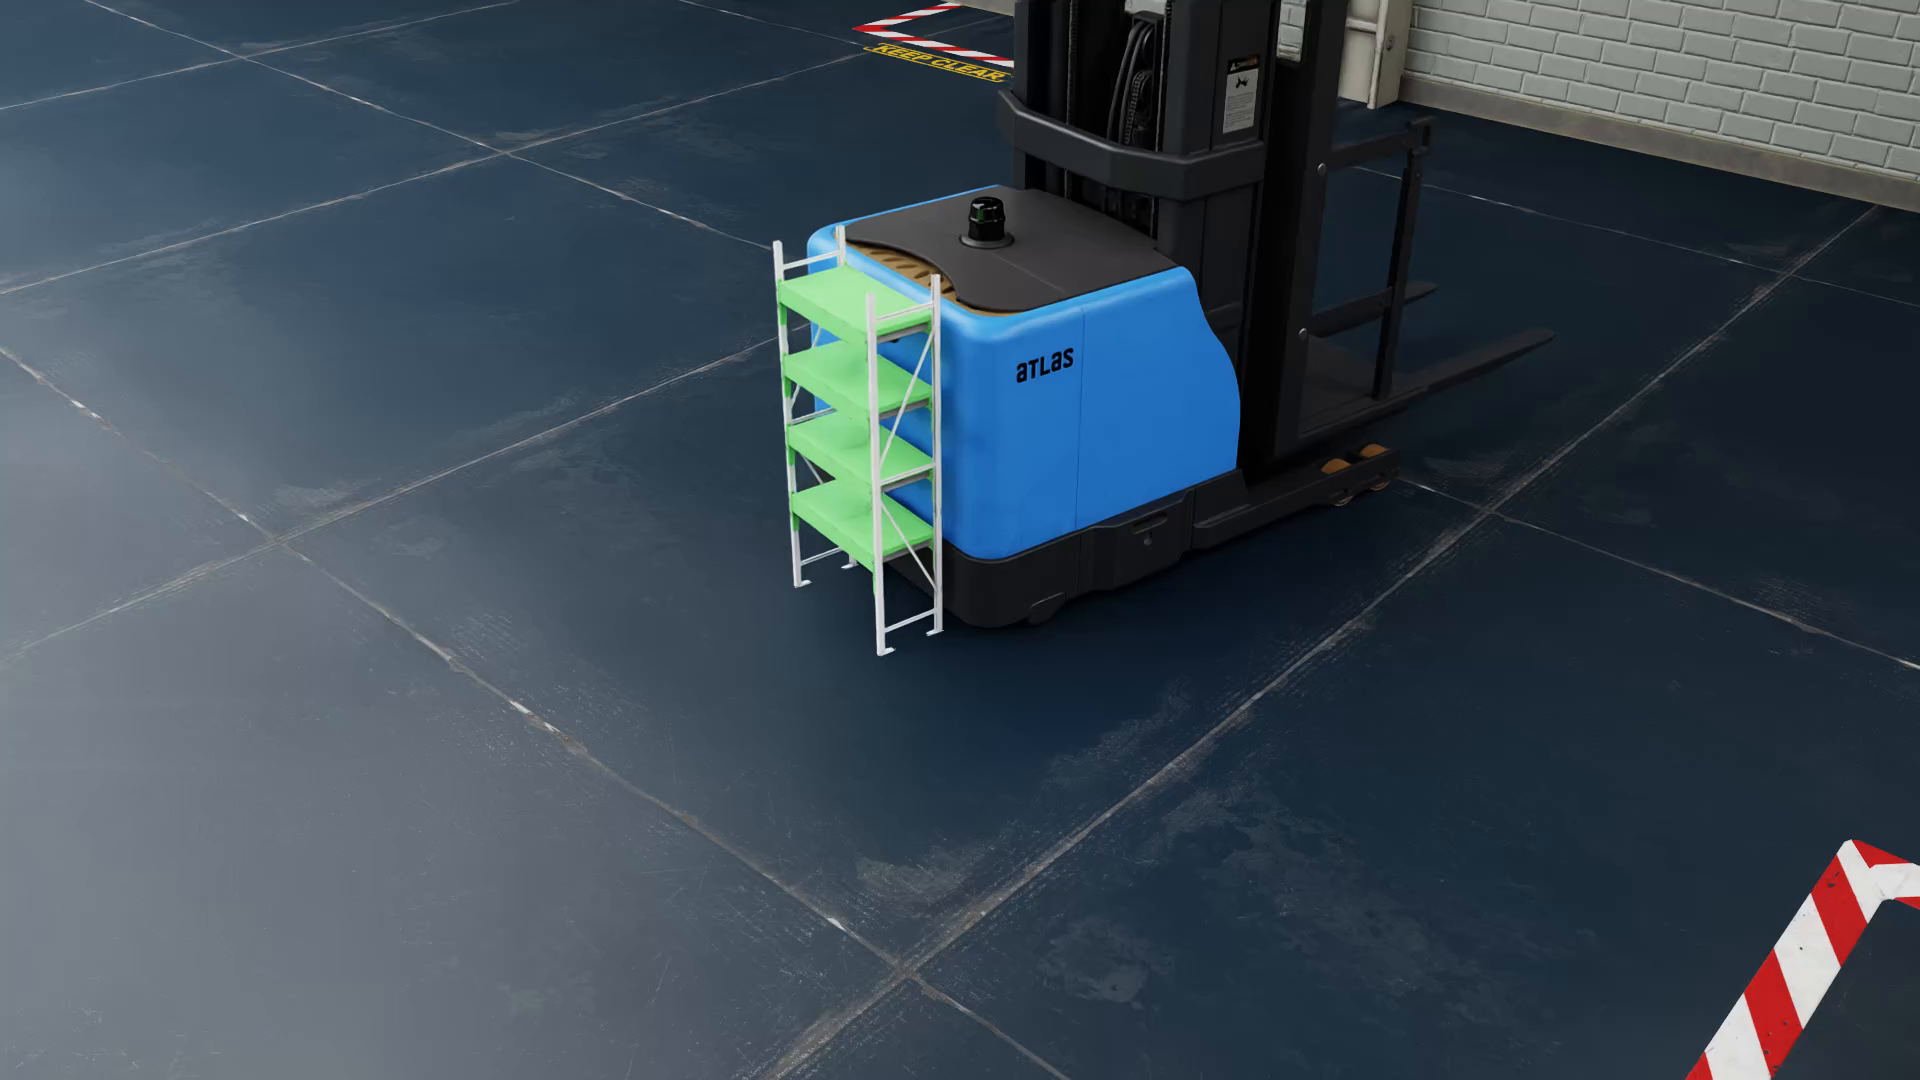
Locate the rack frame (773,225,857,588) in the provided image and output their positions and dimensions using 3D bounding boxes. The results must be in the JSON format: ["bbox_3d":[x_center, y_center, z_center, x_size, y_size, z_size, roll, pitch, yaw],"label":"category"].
[{"bbox_3d":[-0.447,-0.394,5.242,0.240,1.200,0.015,-21,37,-31],"label":"rack frame"}]

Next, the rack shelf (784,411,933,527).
[{"bbox_3d":[-0.302,-0.239,5.107,0.258,0.148,0.480,-21,37,-31],"label":"rack shelf"}]

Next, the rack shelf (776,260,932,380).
[{"bbox_3d":[-0.302,-0.650,4.859,0.258,0.148,0.480,-21,37,-31],"label":"rack shelf"}]

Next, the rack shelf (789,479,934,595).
[{"bbox_3d":[-0.302,-0.033,5.231,0.258,0.148,0.480,-21,37,-31],"label":"rack shelf"}]

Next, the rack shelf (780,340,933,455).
[{"bbox_3d":[-0.302,-0.444,4.983,0.258,0.148,0.480,-21,37,-31],"label":"rack shelf"}]

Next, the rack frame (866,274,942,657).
[{"bbox_3d":[-0.157,-0.192,4.906,0.240,1.200,0.015,-21,37,-31],"label":"rack frame"}]

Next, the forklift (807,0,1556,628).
[{"bbox_3d":[0.985,-1.577,5.528,3.031,2.935,1.130,-21,37,-30],"label":"forklift"}]

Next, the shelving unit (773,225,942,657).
[{"bbox_3d":[-0.302,-0.293,5.074,0.258,1.200,0.503,-21,37,-31],"label":"shelving unit"}]

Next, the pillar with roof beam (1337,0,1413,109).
[{"bbox_3d":[-0.416,-4.950,5.247,0.400,9.000,9.100,25,39,35],"label":"pillar with roof beam"}]
